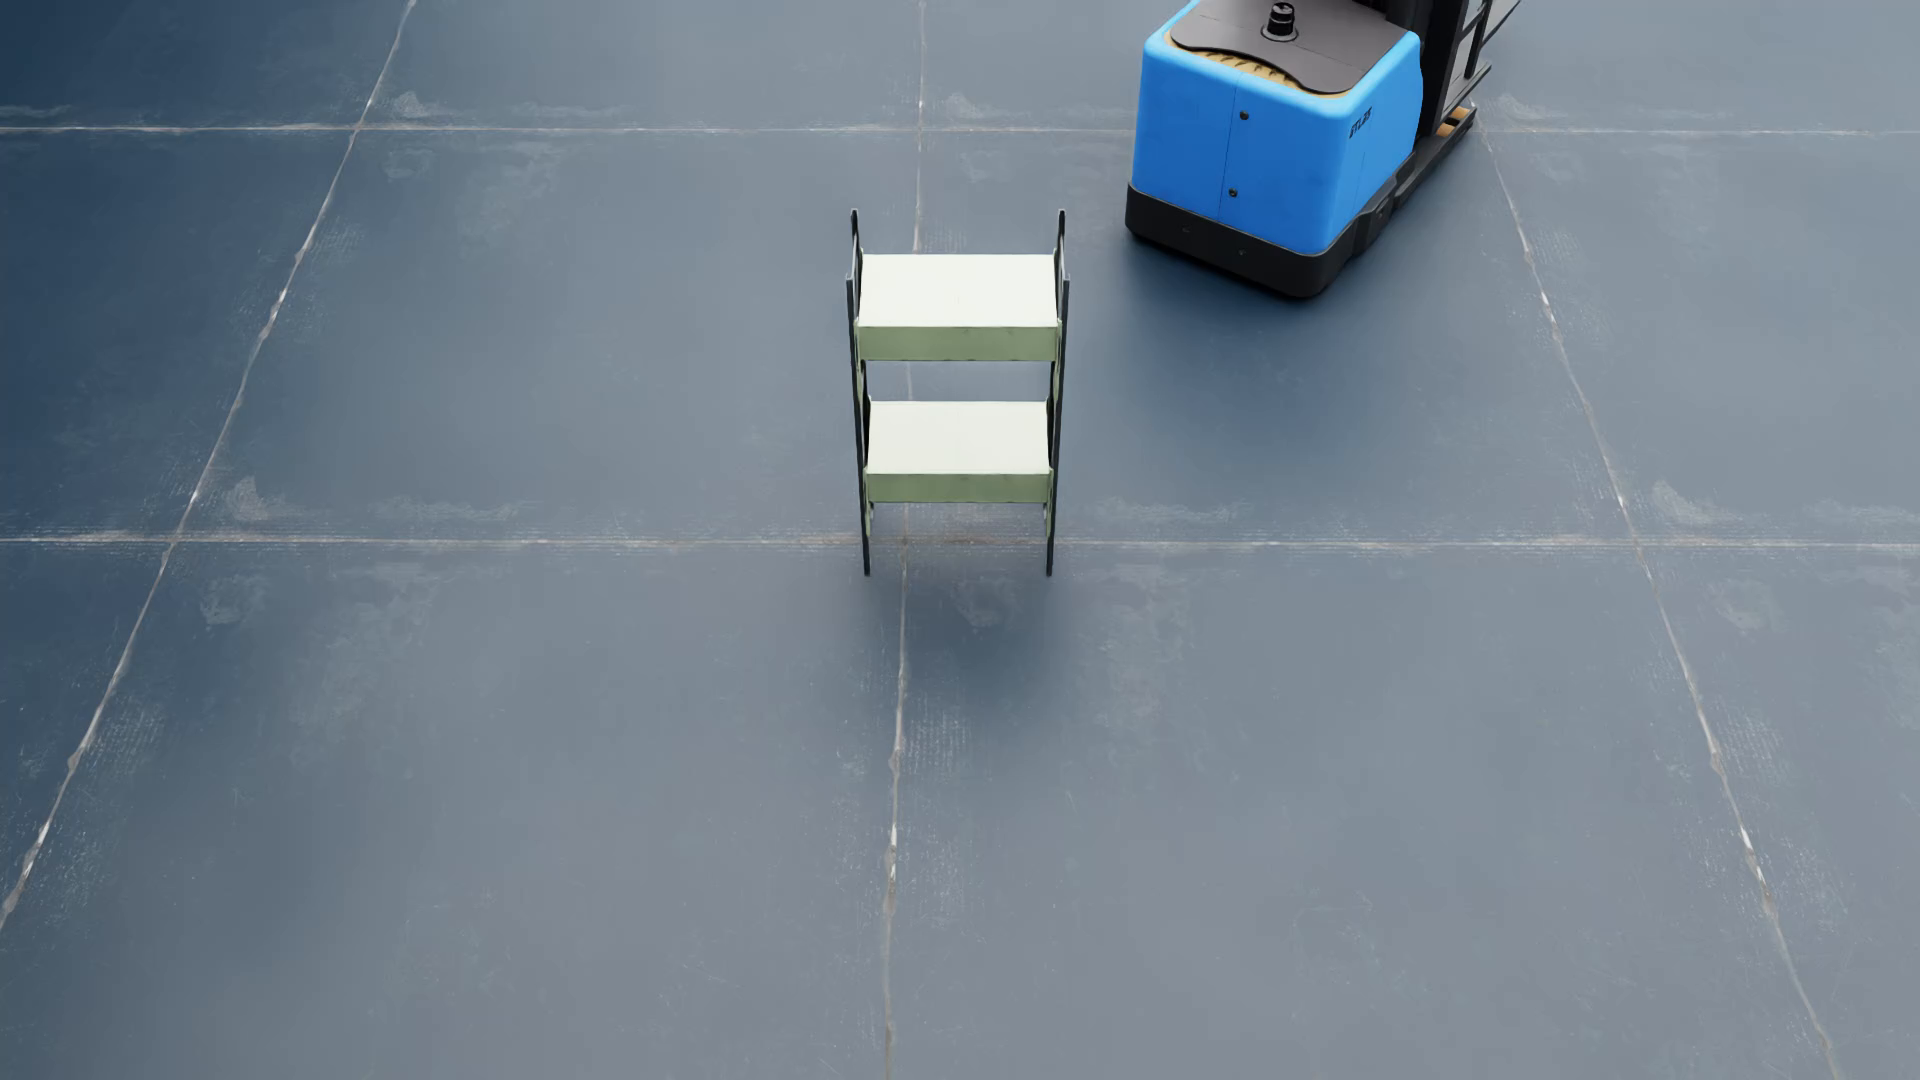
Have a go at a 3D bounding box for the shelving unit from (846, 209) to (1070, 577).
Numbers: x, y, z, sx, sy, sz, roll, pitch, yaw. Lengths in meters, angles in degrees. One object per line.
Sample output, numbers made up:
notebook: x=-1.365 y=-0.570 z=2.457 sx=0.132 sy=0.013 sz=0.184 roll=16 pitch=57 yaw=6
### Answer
shelving unit: x=14.695 y=-0.461 z=6.235 sx=30.159 sy=1.500 sz=6.000 roll=0 pitch=47 yaw=0

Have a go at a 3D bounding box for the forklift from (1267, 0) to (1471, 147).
forklift: x=20.448 y=-4.647 z=5.000 sx=32.329 sy=9.011 sz=22.350 roll=27 pitch=53 yaw=23

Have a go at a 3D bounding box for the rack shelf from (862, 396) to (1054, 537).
rack shelf: x=14.704 y=-0.157 z=6.561 sx=30.141 sy=0.609 sz=6.000 roll=0 pitch=47 yaw=0

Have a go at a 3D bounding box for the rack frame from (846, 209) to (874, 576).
rack frame: x=-0.373 y=-0.512 z=6.283 sx=0.023 sy=1.500 sz=0.400 roll=0 pitch=47 yaw=0

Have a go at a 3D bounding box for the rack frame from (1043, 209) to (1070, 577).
rack frame: x=0.359 y=-0.510 z=6.281 sx=0.023 sy=1.500 sz=0.400 roll=0 pitch=47 yaw=0
